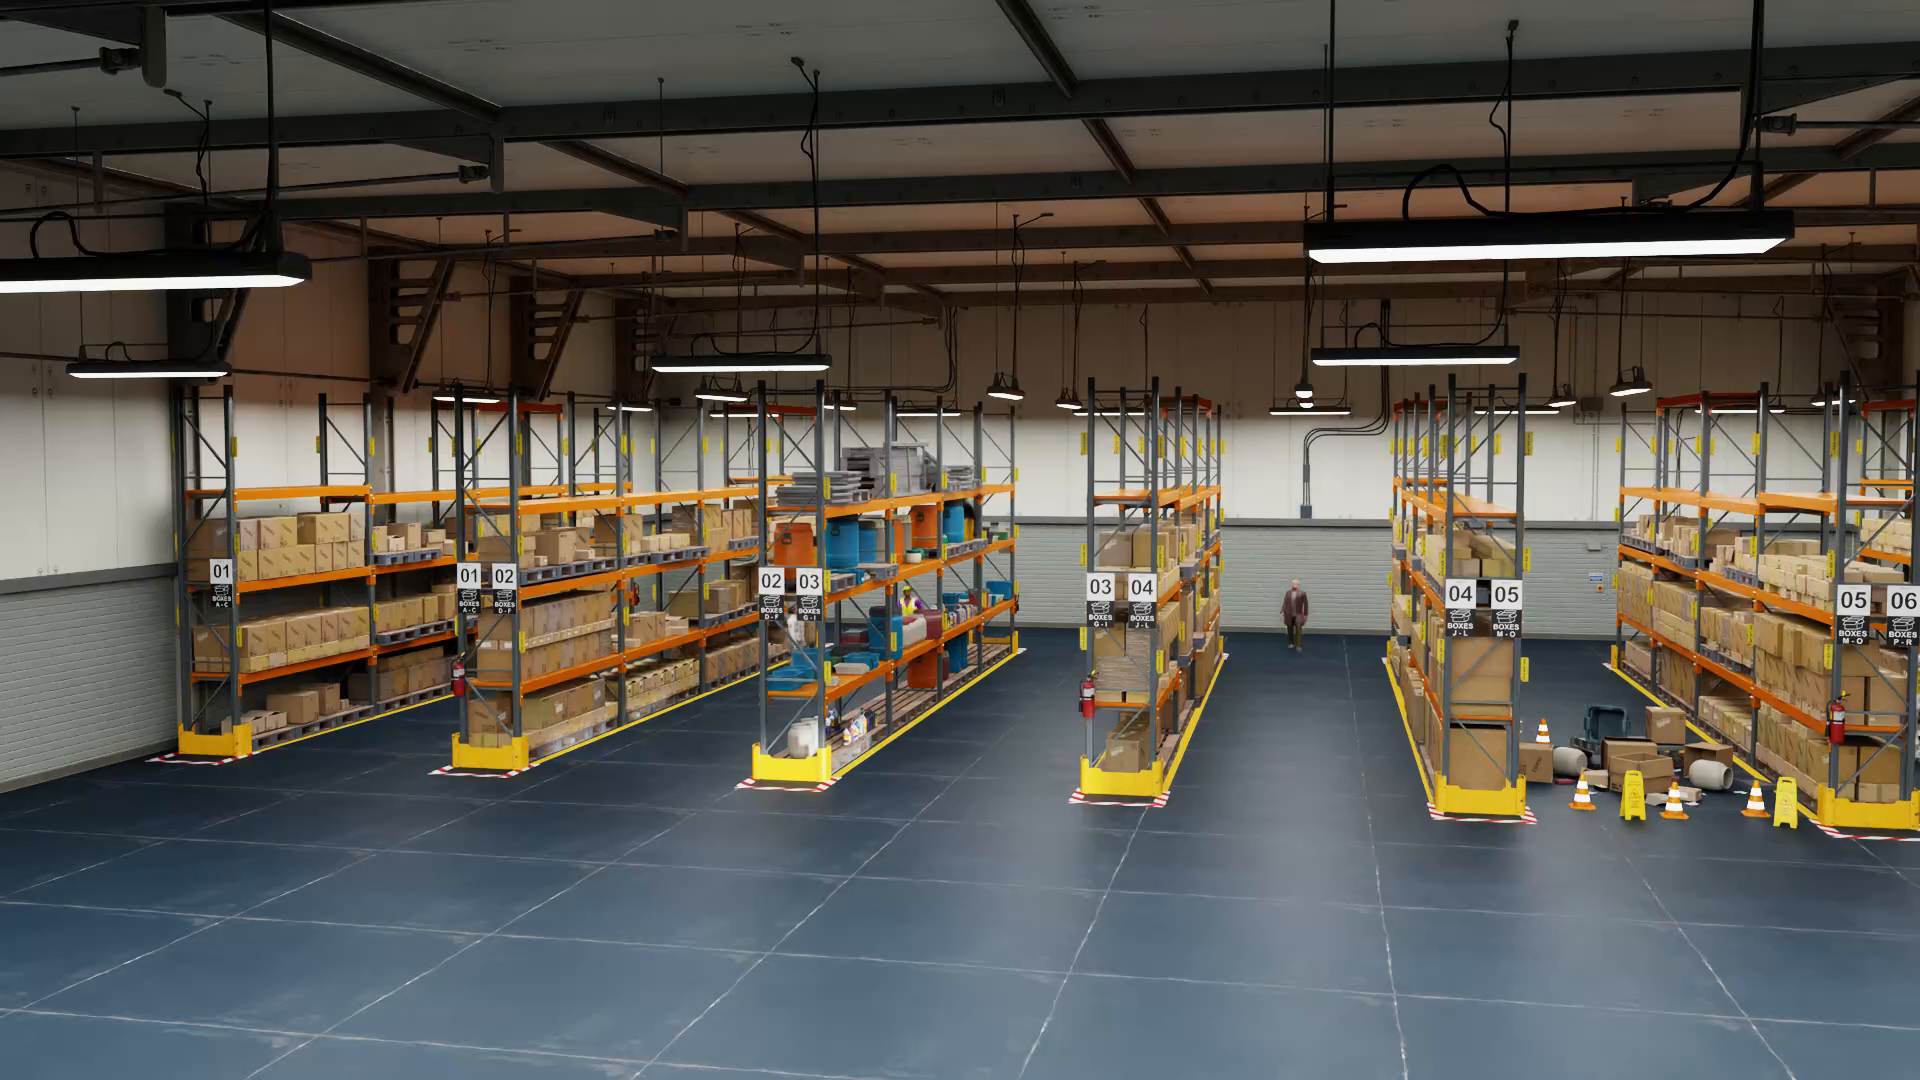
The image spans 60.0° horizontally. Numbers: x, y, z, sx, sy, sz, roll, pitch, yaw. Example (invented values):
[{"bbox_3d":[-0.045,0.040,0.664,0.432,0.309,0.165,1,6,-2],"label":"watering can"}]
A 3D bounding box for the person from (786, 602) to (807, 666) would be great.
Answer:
[{"bbox_3d":[-3.456,2.150,35.090,0.349,1.697,0.537,2,4,29],"label":"person"}]

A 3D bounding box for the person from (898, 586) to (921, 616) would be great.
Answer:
[{"bbox_3d":[-1.213,1.942,39.034,0.630,1.712,0.917,1,3,23],"label":"person"}]

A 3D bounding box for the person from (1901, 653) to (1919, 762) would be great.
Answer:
[{"bbox_3d":[15.240,2.654,26.457,0.752,1.749,0.602,1,3,16],"label":"person"}]

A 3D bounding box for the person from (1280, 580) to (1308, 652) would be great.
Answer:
[{"bbox_3d":[8.175,1.839,40.662,0.677,1.728,1.026,1,3,9],"label":"person"}]
